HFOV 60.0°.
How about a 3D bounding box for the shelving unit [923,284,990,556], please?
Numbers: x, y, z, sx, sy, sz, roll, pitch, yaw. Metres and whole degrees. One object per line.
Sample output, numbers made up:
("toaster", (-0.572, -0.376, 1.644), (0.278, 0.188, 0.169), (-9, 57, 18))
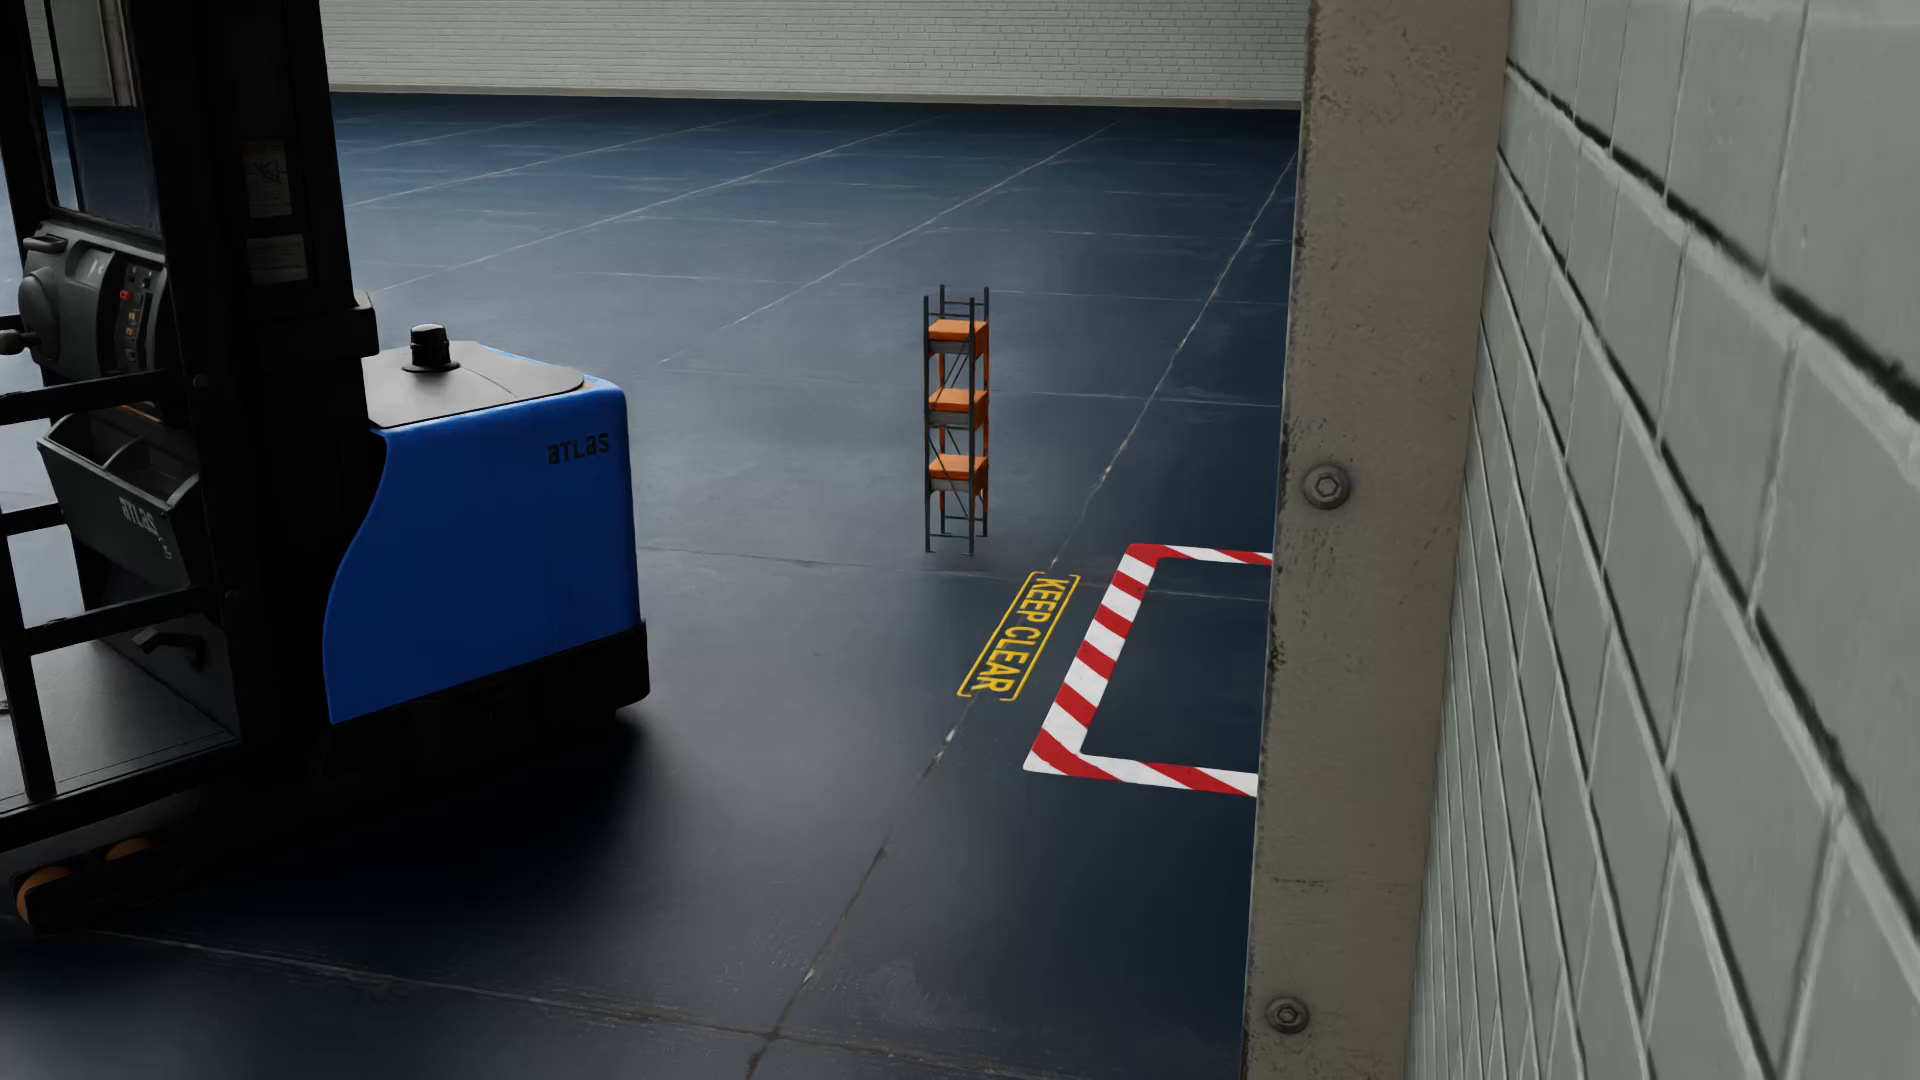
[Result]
("shelving unit", (-0.013, -0.480, 6.693), (0.215, 1.050, 0.252), (5, 19, 13))

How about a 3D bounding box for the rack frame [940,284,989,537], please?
("rack frame", (0.017, -0.518, 6.805), (0.200, 1.050, 0.008), (5, 19, 13))

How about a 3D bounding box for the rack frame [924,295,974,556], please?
("rack frame", (-0.043, -0.442, 6.581), (0.200, 1.050, 0.008), (5, 19, 13))

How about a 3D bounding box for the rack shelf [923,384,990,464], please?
("rack shelf", (-0.013, -0.470, 6.696), (0.215, 0.259, 0.240), (5, 19, 13))

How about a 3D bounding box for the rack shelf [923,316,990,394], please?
("rack shelf", (-0.013, -0.739, 6.605), (0.215, 0.259, 0.240), (5, 19, 13))

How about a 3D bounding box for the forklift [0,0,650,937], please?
("forklift", (-2.375, -0.604, 4.146), (1.130, 2.935, 3.031), (18, 26, 41))

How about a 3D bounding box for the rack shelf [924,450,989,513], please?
("rack shelf", (-0.013, -0.207, 6.786), (0.215, 0.259, 0.240), (5, 19, 13))
